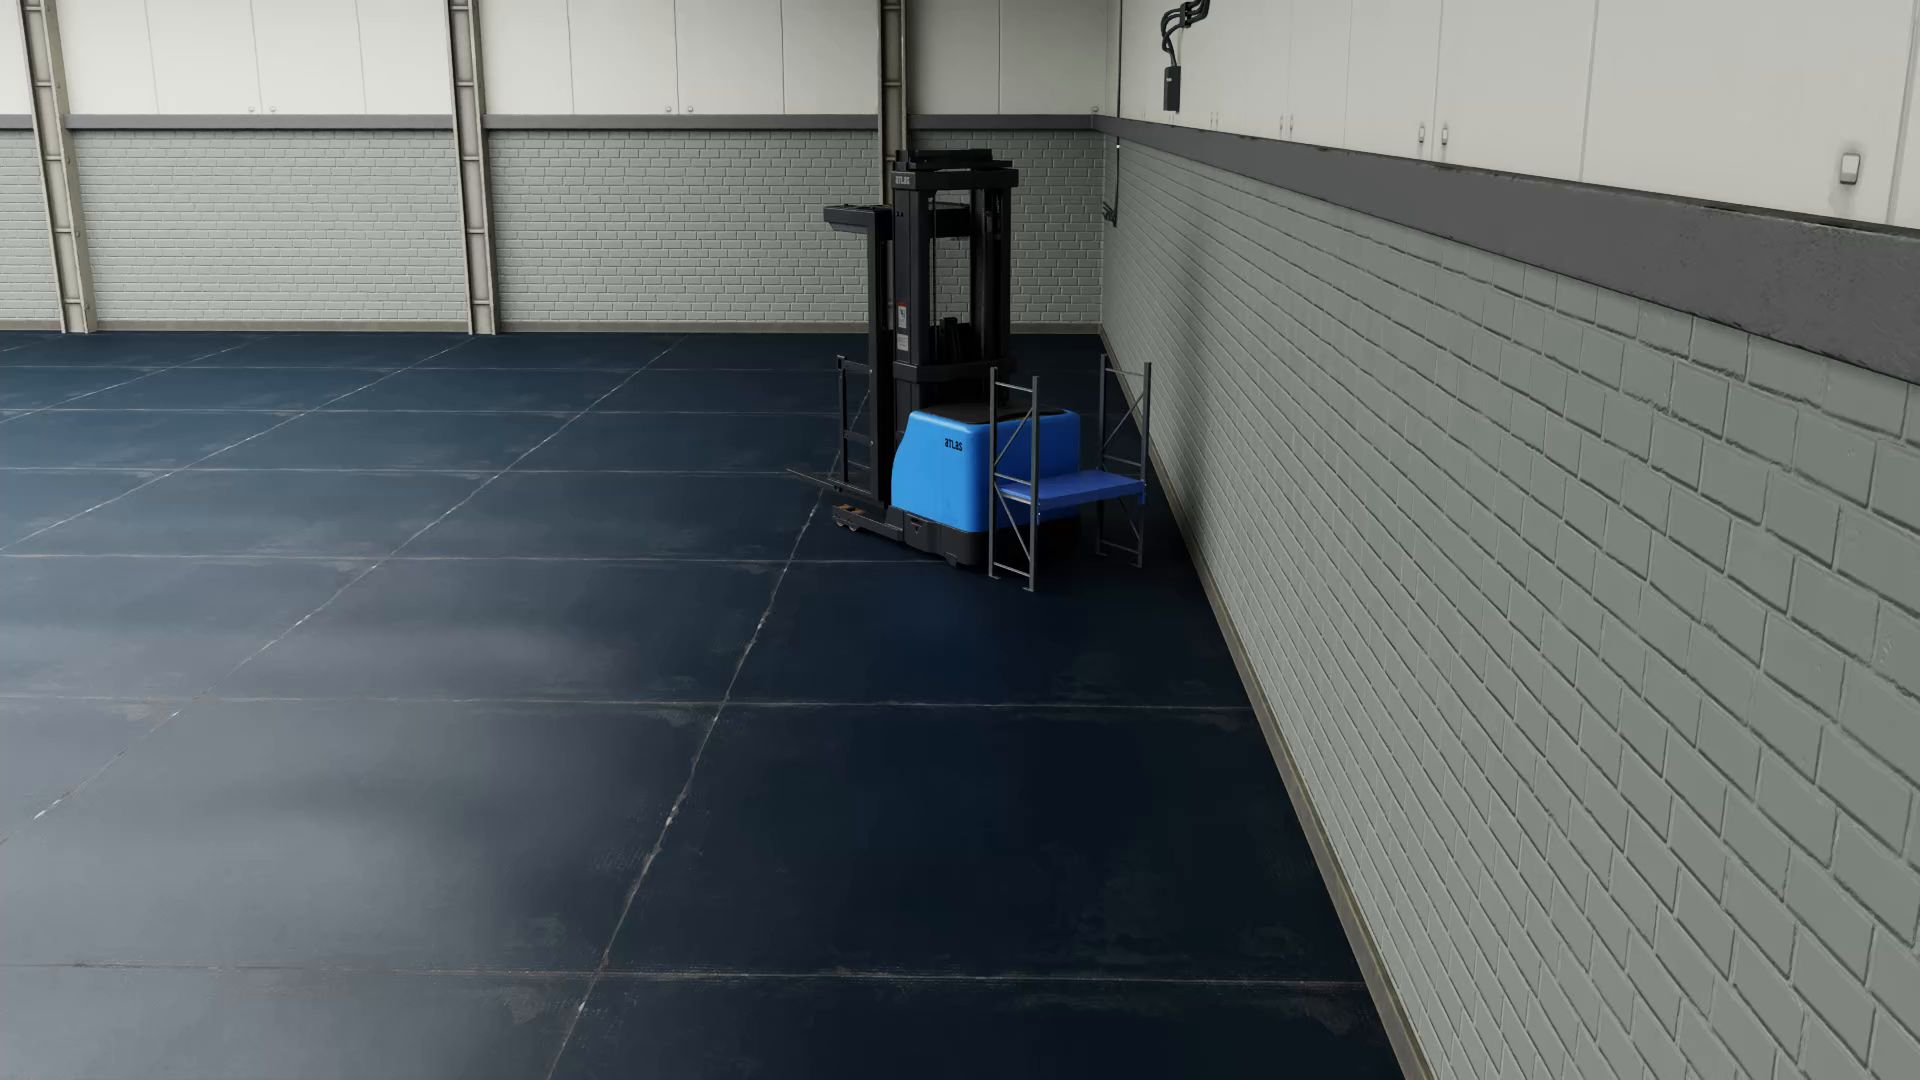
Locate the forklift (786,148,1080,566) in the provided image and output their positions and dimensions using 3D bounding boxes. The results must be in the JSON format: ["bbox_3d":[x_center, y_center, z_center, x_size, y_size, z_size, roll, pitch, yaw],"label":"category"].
[{"bbox_3d":[-0.360,-1.549,12.965,1.130,2.935,3.031,-10,18,-34],"label":"forklift"}]

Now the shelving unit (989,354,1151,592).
[{"bbox_3d":[0.775,-0.495,11.771,1.048,1.500,0.538,-11,19,-36],"label":"shelving unit"}]

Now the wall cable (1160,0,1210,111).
[{"bbox_3d":[1.710,-6.207,12.058,0.169,6.003,2.305,0,15,1],"label":"wall cable"}]

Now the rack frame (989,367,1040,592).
[{"bbox_3d":[0.370,-0.417,11.475,0.032,1.500,0.500,-11,19,-36],"label":"rack frame"}]

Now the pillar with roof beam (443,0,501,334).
[{"bbox_3d":[-7.051,-6.281,19.006,0.400,9.000,9.100,0,15,1],"label":"pillar with roof beam"}]

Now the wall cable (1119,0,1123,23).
[{"bbox_3d":[1.899,-7.234,18.805,0.112,2.526,3.097,0,15,1],"label":"wall cable"}]

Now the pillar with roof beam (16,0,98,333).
[{"bbox_3d":[-13.049,-6.320,19.154,0.400,9.000,9.100,0,15,1],"label":"pillar with roof beam"}]

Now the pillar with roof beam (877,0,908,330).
[{"bbox_3d":[-1.053,-6.242,18.858,0.400,9.000,9.100,0,15,1],"label":"pillar with roof beam"}]

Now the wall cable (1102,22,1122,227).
[{"bbox_3d":[1.968,-5.482,22.064,0.112,2.526,3.097,0,15,1],"label":"wall cable"}]

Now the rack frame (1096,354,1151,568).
[{"bbox_3d":[1.181,-0.574,12.067,0.032,1.500,0.500,-11,19,-36],"label":"rack frame"}]

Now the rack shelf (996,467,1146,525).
[{"bbox_3d":[0.775,-0.322,11.818,1.000,0.185,0.538,-11,19,-36],"label":"rack shelf"}]
